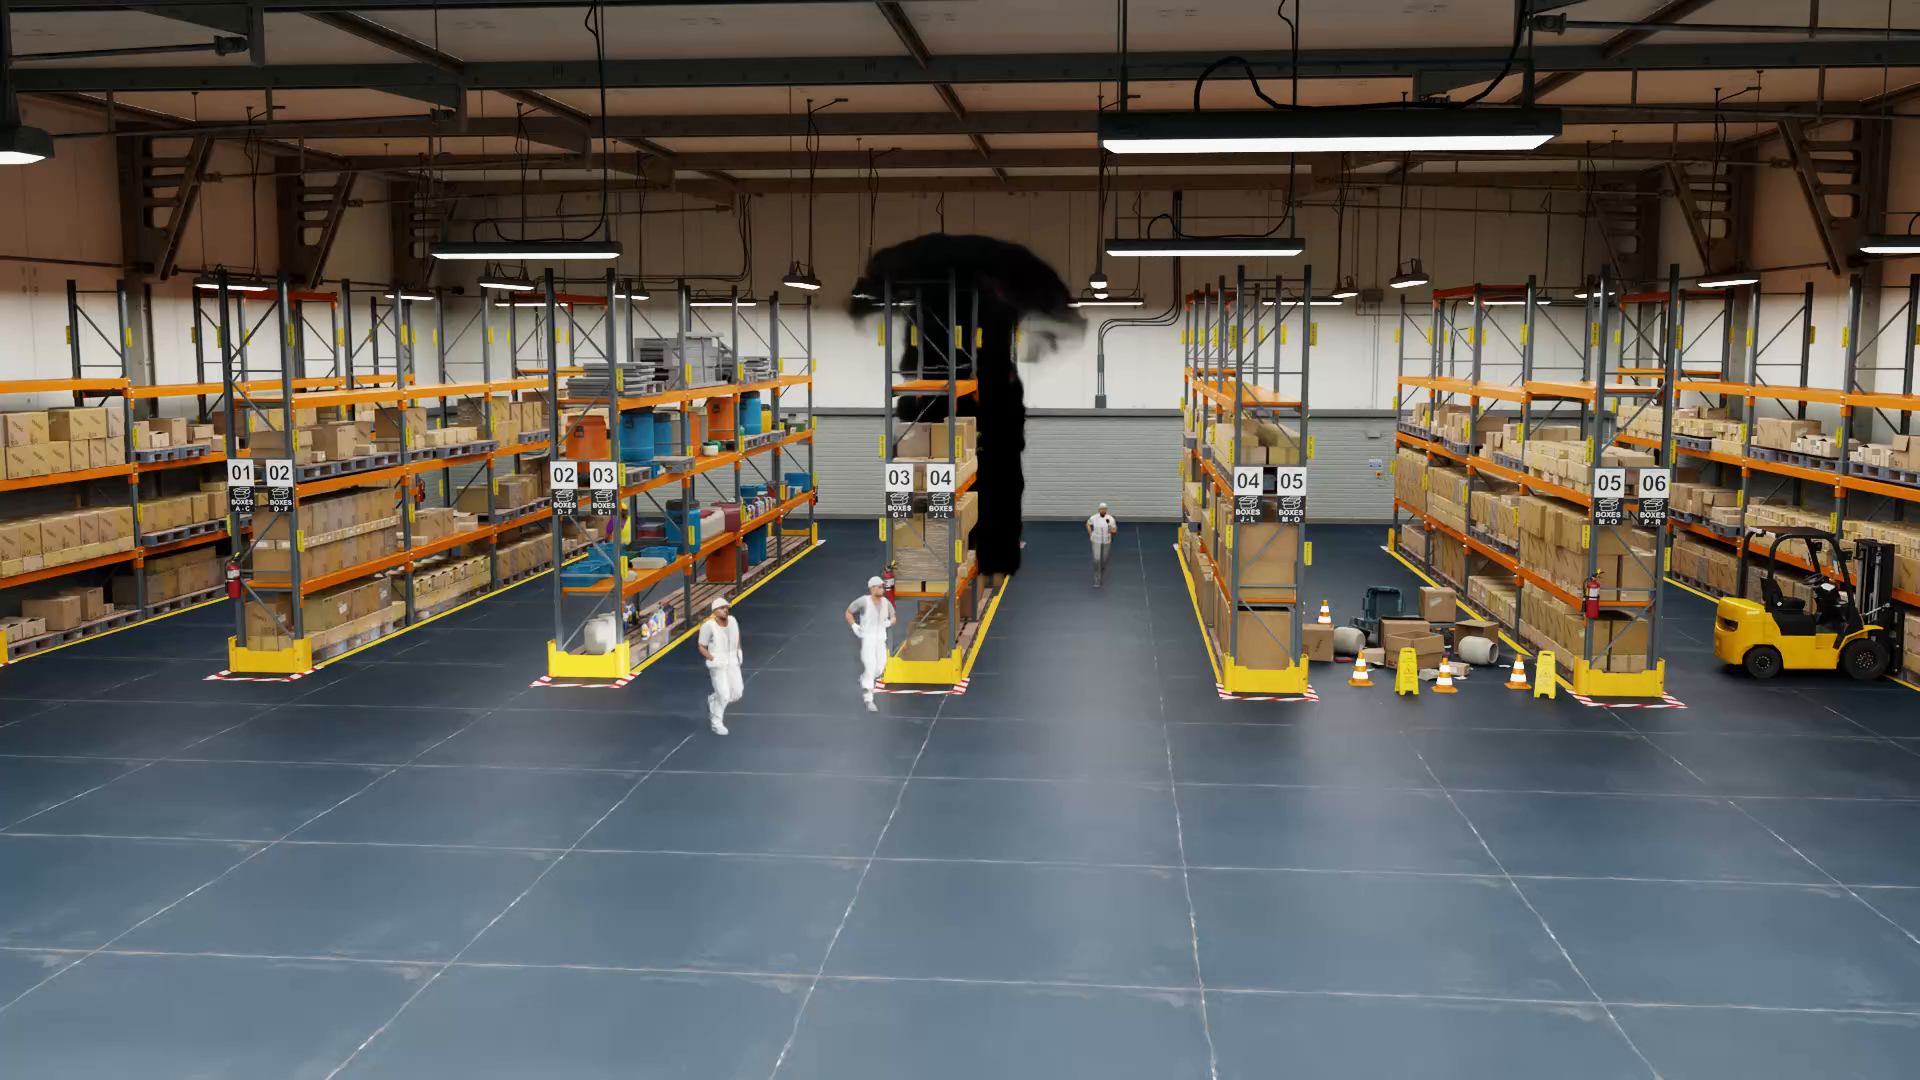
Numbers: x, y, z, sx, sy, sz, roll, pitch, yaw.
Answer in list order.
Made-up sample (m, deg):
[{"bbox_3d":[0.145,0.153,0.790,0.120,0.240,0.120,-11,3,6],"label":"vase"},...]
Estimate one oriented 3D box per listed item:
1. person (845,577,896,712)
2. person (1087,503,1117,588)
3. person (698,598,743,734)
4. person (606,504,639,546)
[{"bbox_3d":[-1.171,1.377,22.780,0.684,1.765,0.963,-4,8,-33],"label":"person"},{"bbox_3d":[2.875,0.103,33.667,0.588,1.730,0.756,0,7,-3],"label":"person"},{"bbox_3d":[-3.029,1.589,21.141,0.702,1.744,0.670,-7,10,-44],"label":"person"},{"bbox_3d":[-6.687,0.133,33.062,0.704,1.725,0.668,0,7,-2],"label":"person"}]
